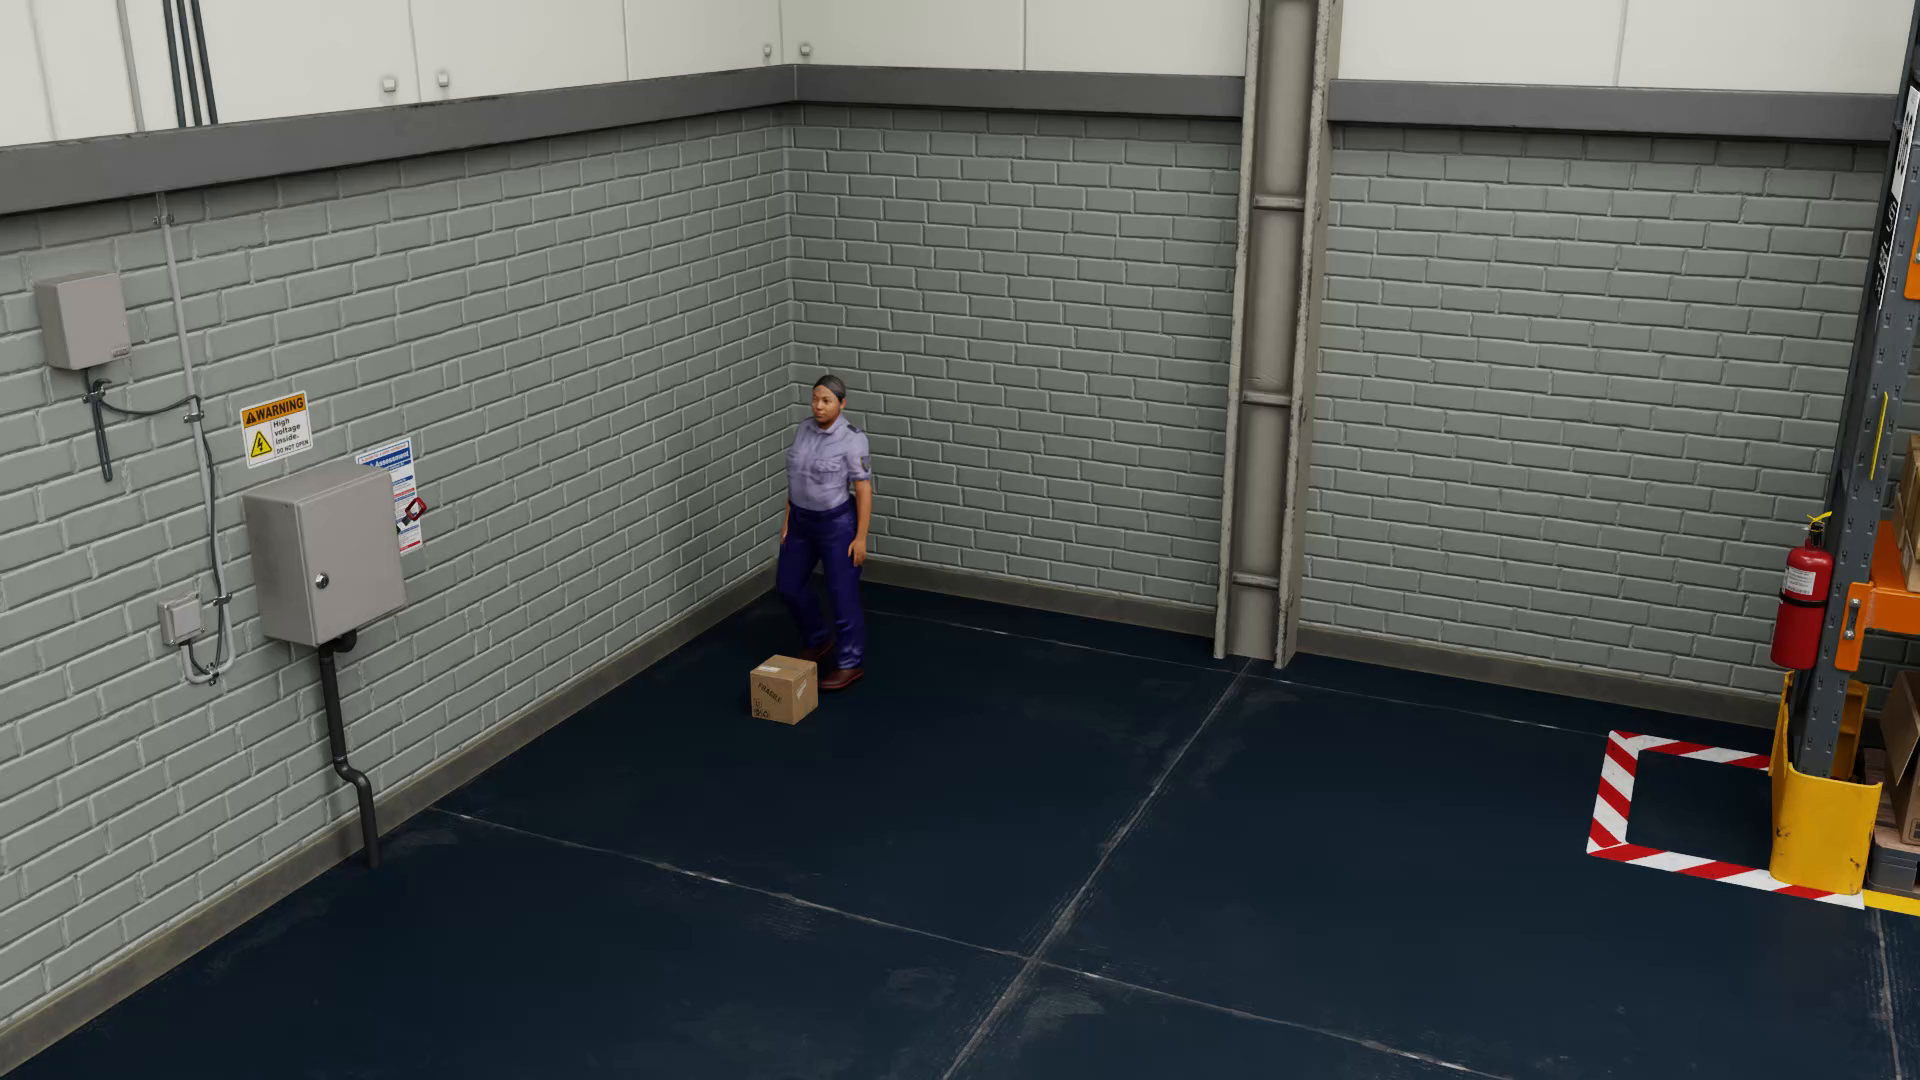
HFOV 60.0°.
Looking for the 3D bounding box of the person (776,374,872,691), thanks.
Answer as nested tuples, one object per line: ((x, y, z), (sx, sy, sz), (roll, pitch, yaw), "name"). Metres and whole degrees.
((-0.716, -0.034, 8.701), (0.559, 1.695, 0.385), (14, 24, 35), "person")
